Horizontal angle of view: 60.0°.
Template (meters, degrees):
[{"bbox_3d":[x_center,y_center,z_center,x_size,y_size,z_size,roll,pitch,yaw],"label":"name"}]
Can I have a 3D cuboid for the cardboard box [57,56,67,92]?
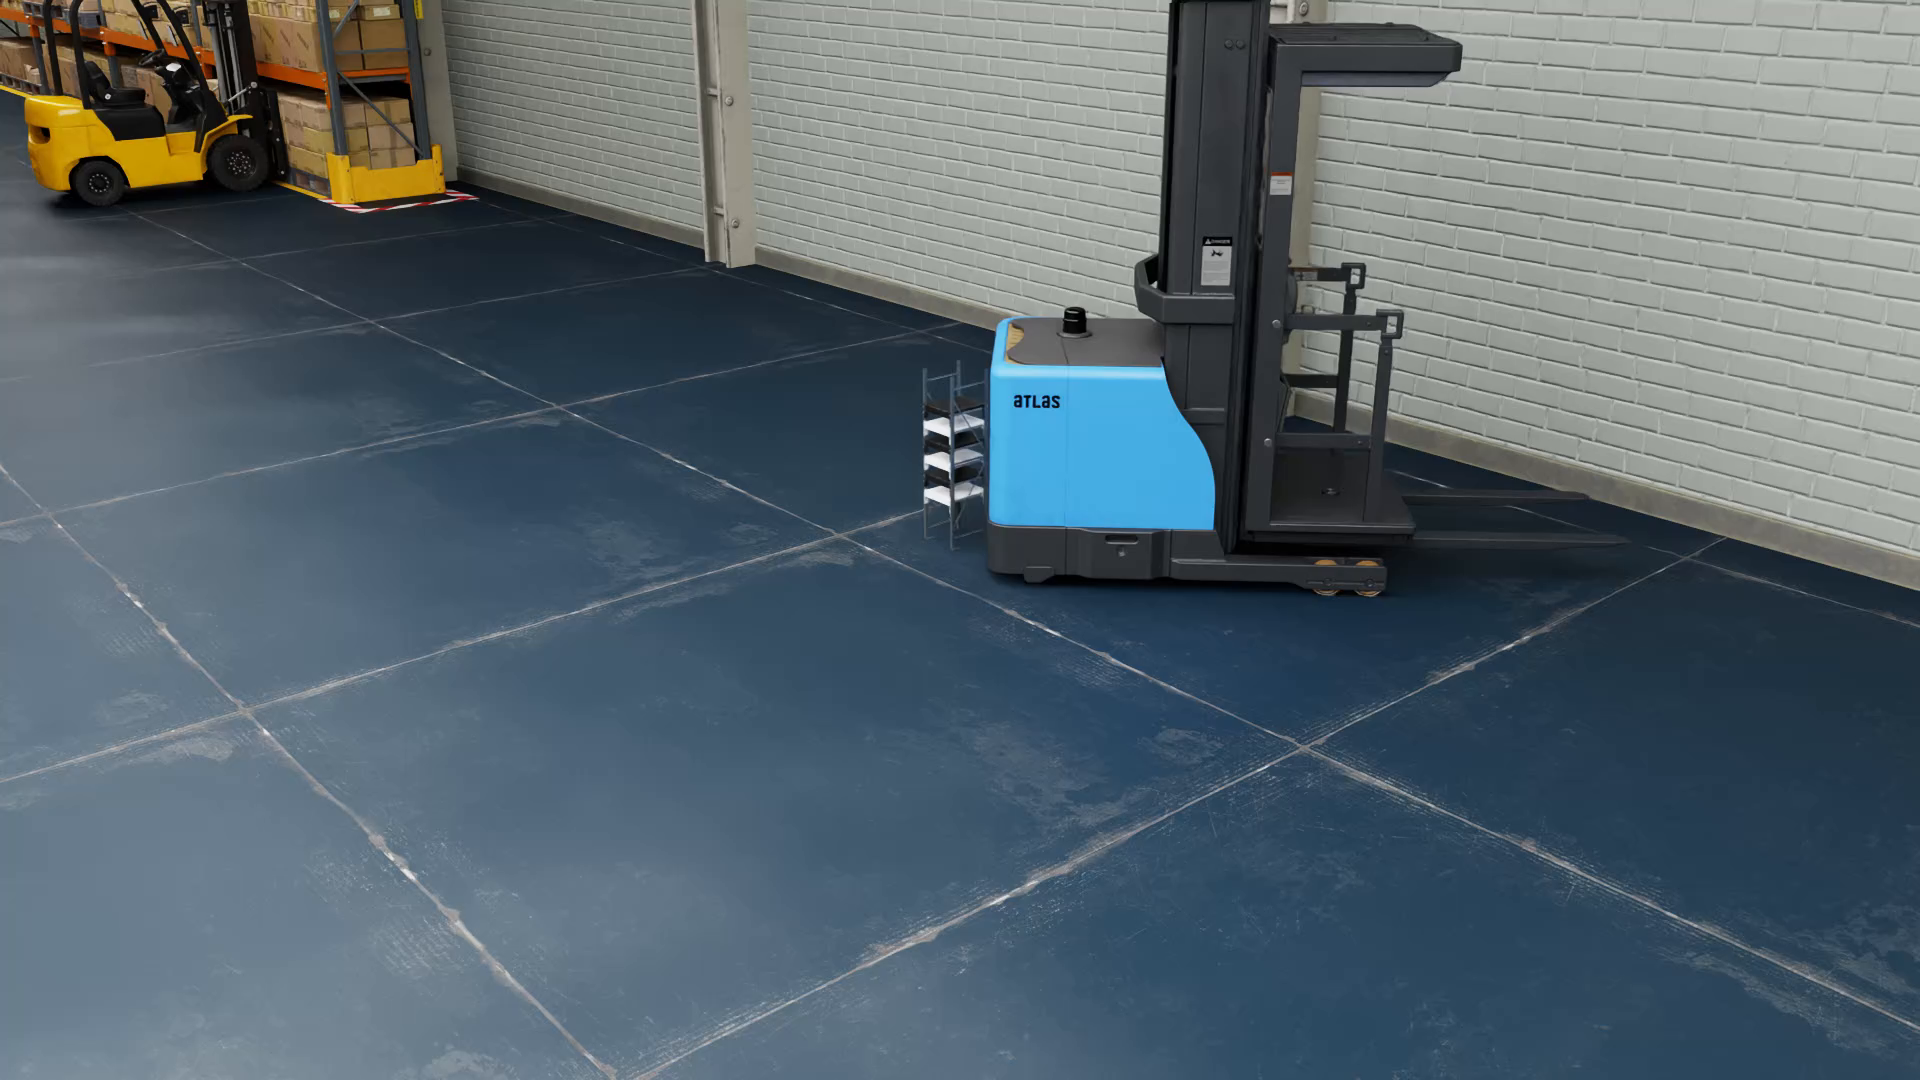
[{"bbox_3d":[-13.509,-7.135,25.441,0.500,0.500,0.500,-18,28,-38],"label":"cardboard box"}]

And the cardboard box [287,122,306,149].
[{"bbox_3d":[-7.050,-4.470,18.291,0.500,0.250,0.500,-18,28,-38],"label":"cardboard box"}]

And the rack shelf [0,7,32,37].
[{"bbox_3d":[-15.314,-8.653,27.451,1.077,0.370,4.000,-17,27,-37],"label":"rack shelf"}]

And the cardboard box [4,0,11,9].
[{"bbox_3d":[-15.121,-8.622,26.730,0.380,0.149,0.250,-18,28,-38],"label":"cardboard box"}]

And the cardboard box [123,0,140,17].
[{"bbox_3d":[-10.639,-7.025,21.828,0.500,0.250,0.500,-18,28,-39],"label":"cardboard box"}]

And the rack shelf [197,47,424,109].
[{"bbox_3d":[-7.481,-5.338,18.986,1.077,0.370,4.000,-17,27,-37],"label":"rack shelf"}]

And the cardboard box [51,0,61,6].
[{"bbox_3d":[-13.012,-8.131,24.418,0.700,0.500,0.500,-18,27,-38],"label":"cardboard box"}]

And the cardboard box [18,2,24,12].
[{"bbox_3d":[-14.595,-8.414,26.197,0.380,0.149,0.250,-17,27,-36],"label":"cardboard box"}]

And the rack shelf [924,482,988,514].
[{"bbox_3d":[-0.022,-0.223,8.403,0.258,0.077,0.200,-18,27,-38],"label":"rack shelf"}]

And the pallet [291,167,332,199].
[{"bbox_3d":[-6.707,-4.023,18.467,1.003,0.211,1.213,-17,27,-37],"label":"pallet"}]

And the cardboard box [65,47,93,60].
[{"bbox_3d":[-13.237,-7.330,25.049,0.380,0.149,0.250,-18,27,-38],"label":"cardboard box"}]

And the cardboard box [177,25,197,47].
[{"bbox_3d":[-9.314,-6.233,20.489,0.500,0.250,0.500,-17,27,-36],"label":"cardboard box"}]

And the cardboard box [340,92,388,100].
[{"bbox_3d":[-6.675,-4.816,18.491,0.500,0.250,0.500,-17,27,-37],"label":"cardboard box"}]

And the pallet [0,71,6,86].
[{"bbox_3d":[-16.049,-8.001,28.624,1.003,0.211,1.213,-17,27,-37],"label":"pallet"}]

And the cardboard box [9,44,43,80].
[{"bbox_3d":[-15.086,-7.849,27.262,0.700,0.500,0.500,-19,28,-39],"label":"cardboard box"}]

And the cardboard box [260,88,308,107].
[{"bbox_3d":[-7.712,-4.973,18.890,0.500,0.250,0.500,-18,28,-38],"label":"cardboard box"}]

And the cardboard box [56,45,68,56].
[{"bbox_3d":[-13.737,-7.549,25.607,0.380,0.149,0.250,-18,28,-39],"label":"cardboard box"}]

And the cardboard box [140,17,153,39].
[{"bbox_3d":[-10.290,-6.656,21.569,0.500,0.250,0.500,-16,27,-36],"label":"cardboard box"}]

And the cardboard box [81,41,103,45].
[{"bbox_3d":[-13.550,-7.736,26.086,0.380,0.149,0.250,-19,28,-39],"label":"cardboard box"}]

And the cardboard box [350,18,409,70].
[{"bbox_3d":[-6.289,-5.370,17.944,0.500,0.500,0.500,-16,27,-36],"label":"cardboard box"}]

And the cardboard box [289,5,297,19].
[{"bbox_3d":[-6.927,-5.648,17.764,0.380,0.149,0.250,-17,27,-36],"label":"cardboard box"}]

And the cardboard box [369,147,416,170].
[{"bbox_3d":[-6.348,-4.218,18.334,0.500,0.250,0.500,-17,27,-37],"label":"cardboard box"}]

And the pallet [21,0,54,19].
[{"bbox_3d":[-13.570,-8.100,25.314,1.003,0.211,1.213,-17,27,-37],"label":"pallet"}]

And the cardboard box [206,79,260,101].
[{"bbox_3d":[-8.709,-5.398,19.976,0.500,0.250,0.500,-18,28,-38],"label":"cardboard box"}]

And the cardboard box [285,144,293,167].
[{"bbox_3d":[-7.359,-4.370,18.723,0.500,0.250,0.500,-17,27,-37],"label":"cardboard box"}]

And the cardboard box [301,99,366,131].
[{"bbox_3d":[-6.713,-4.554,17.822,0.500,0.250,0.500,-16,27,-36],"label":"cardboard box"}]

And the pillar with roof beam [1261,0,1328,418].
[{"bbox_3d":[-1.376,-3.980,6.308,9.100,9.000,0.400,-17,27,-37],"label":"pillar with roof beam"}]

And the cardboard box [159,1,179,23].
[{"bbox_3d":[-9.642,-6.604,20.751,0.500,0.250,0.500,-18,28,-39],"label":"cardboard box"}]

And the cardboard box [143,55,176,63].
[{"bbox_3d":[-11.502,-6.883,23.906,0.380,0.149,0.250,-16,26,-35],"label":"cardboard box"}]

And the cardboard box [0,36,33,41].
[{"bbox_3d":[-16.292,-8.382,28.620,0.797,0.503,0.637,-19,28,-39],"label":"cardboard box"}]

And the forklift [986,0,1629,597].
[{"bbox_3d":[1.663,-1.299,7.781,3.031,2.935,1.130,1,21,3],"label":"forklift"}]

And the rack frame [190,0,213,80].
[{"bbox_3d":[-8.787,-6.225,20.266,1.000,3.000,0.127,-17,27,-37],"label":"rack frame"}]

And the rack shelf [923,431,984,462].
[{"bbox_3d":[-0.022,-0.474,8.305,0.258,0.077,0.200,-18,27,-38],"label":"rack shelf"}]

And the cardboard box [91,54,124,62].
[{"bbox_3d":[-12.252,-6.892,23.929,0.380,0.149,0.250,-19,28,-39],"label":"cardboard box"}]

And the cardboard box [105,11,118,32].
[{"bbox_3d":[-11.293,-7.080,22.653,0.500,0.250,0.500,-17,27,-37],"label":"cardboard box"}]

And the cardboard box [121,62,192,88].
[{"bbox_3d":[-11.001,-6.245,22.995,0.875,0.625,0.625,-16,27,-36],"label":"cardboard box"}]

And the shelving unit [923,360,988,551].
[{"bbox_3d":[-0.022,-0.421,8.325,0.258,0.900,0.210,-18,27,-38],"label":"shelving unit"}]

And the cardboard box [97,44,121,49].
[{"bbox_3d":[-13.022,-7.535,25.572,0.380,0.149,0.250,-19,28,-40],"label":"cardboard box"}]

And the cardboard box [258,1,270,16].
[{"bbox_3d":[-7.470,-5.847,18.272,0.380,0.149,0.250,-17,27,-37],"label":"cardboard box"}]

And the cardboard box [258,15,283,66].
[{"bbox_3d":[-7.362,-5.527,18.346,0.500,0.500,0.500,-18,28,-38],"label":"cardboard box"}]

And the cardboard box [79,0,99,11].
[{"bbox_3d":[-12.117,-7.499,23.287,0.380,0.149,0.250,-17,27,-36],"label":"cardboard box"}]

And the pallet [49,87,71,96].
[{"bbox_3d":[-13.449,-6.922,25.867,1.003,0.211,1.213,-17,27,-37],"label":"pallet"}]

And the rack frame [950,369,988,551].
[{"bbox_3d":[0.045,-0.393,8.254,0.240,0.900,0.006,-18,27,-38],"label":"rack frame"}]

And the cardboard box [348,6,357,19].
[{"bbox_3d":[-6.410,-5.677,17.840,0.380,0.149,0.250,-17,27,-37],"label":"cardboard box"}]

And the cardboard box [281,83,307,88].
[{"bbox_3d":[-7.657,-5.237,19.565,0.500,0.250,0.500,-17,27,-37],"label":"cardboard box"}]

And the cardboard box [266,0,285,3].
[{"bbox_3d":[-7.305,-5.915,18.038,0.380,0.149,0.250,-17,27,-36],"label":"cardboard box"}]

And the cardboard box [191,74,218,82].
[{"bbox_3d":[-9.637,-5.673,21.535,0.875,0.625,0.625,-18,28,-38],"label":"cardboard box"}]

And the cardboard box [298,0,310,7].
[{"bbox_3d":[-6.754,-5.717,17.533,0.380,0.149,0.250,-17,27,-37],"label":"cardboard box"}]

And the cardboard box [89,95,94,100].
[{"bbox_3d":[-12.499,-6.713,24.361,0.500,0.500,0.500,-16,27,-35],"label":"cardboard box"}]

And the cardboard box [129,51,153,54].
[{"bbox_3d":[-11.985,-7.109,24.484,0.380,0.149,0.250,-19,28,-40],"label":"cardboard box"}]

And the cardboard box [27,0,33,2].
[{"bbox_3d":[-13.863,-8.491,25.337,0.700,0.500,0.500,-17,27,-36],"label":"cardboard box"}]

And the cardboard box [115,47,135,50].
[{"bbox_3d":[-12.531,-7.312,25.001,0.380,0.149,0.250,-19,28,-39],"label":"cardboard box"}]

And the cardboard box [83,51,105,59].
[{"bbox_3d":[-12.756,-7.113,24.495,0.380,0.149,0.250,-19,28,-40],"label":"cardboard box"}]
